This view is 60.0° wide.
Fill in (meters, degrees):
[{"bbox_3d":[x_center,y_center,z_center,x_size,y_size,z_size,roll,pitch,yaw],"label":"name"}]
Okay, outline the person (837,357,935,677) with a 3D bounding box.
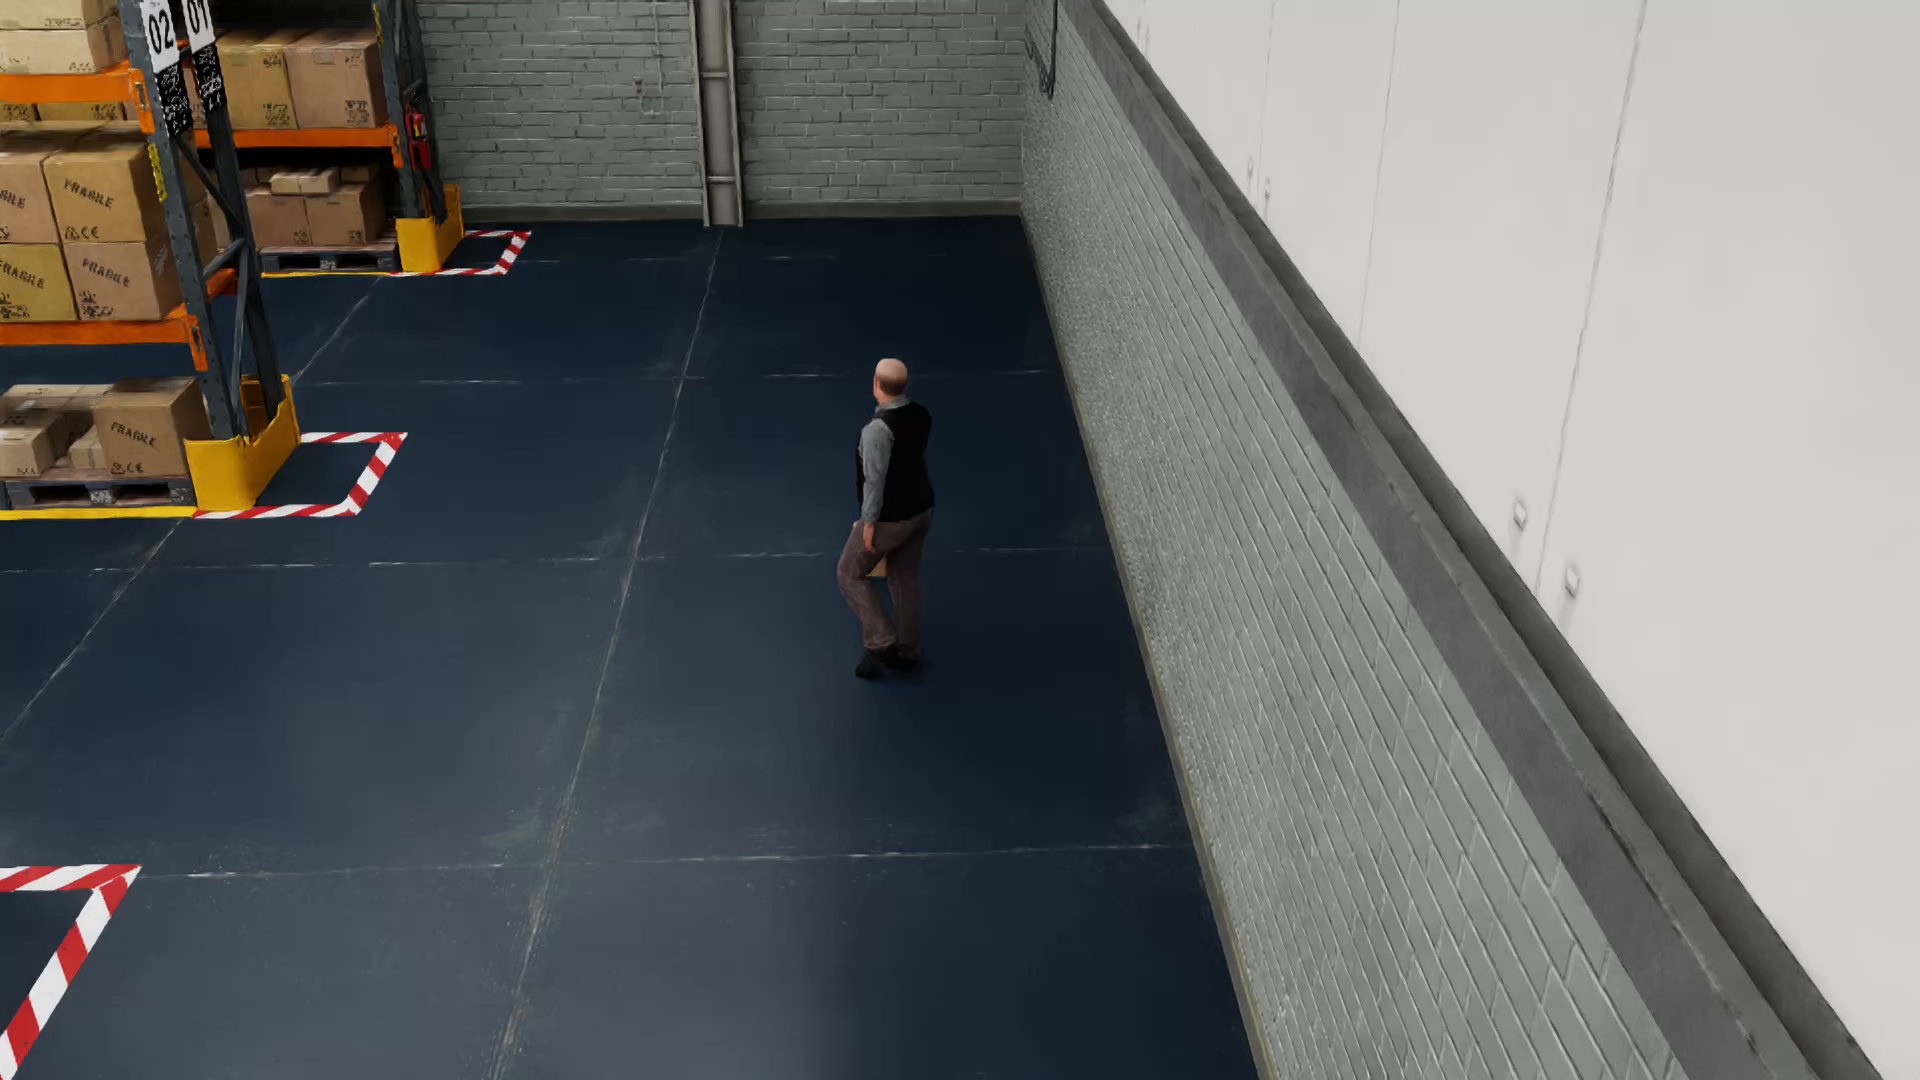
[{"bbox_3d":[-0.387,-0.121,8.893,0.468,1.712,0.631,16,32,29],"label":"person"}]
